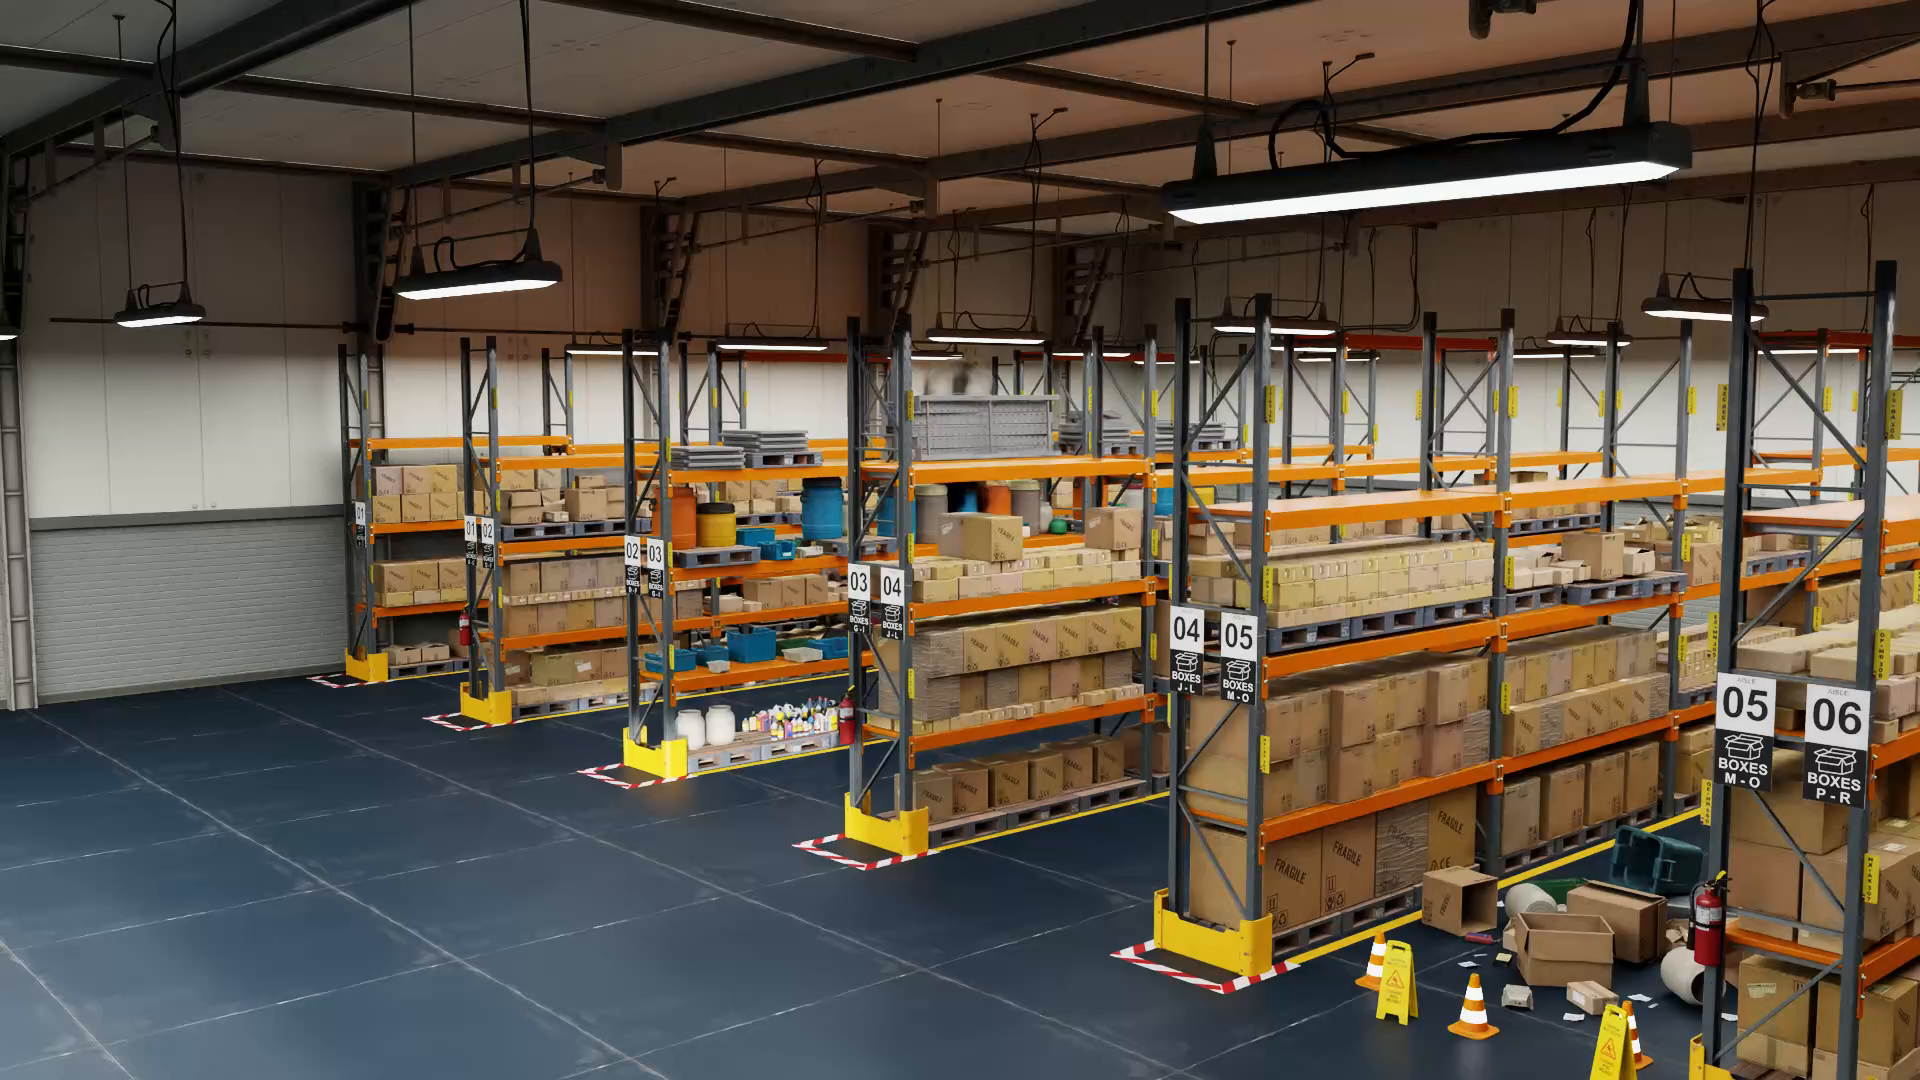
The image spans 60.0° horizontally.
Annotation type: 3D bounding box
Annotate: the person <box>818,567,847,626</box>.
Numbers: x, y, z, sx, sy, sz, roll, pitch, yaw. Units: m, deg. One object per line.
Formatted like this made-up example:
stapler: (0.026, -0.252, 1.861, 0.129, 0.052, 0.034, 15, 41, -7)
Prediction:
person: (-2.711, 1.206, 34.215, 0.716, 1.783, 0.911, 4, 6, 38)
